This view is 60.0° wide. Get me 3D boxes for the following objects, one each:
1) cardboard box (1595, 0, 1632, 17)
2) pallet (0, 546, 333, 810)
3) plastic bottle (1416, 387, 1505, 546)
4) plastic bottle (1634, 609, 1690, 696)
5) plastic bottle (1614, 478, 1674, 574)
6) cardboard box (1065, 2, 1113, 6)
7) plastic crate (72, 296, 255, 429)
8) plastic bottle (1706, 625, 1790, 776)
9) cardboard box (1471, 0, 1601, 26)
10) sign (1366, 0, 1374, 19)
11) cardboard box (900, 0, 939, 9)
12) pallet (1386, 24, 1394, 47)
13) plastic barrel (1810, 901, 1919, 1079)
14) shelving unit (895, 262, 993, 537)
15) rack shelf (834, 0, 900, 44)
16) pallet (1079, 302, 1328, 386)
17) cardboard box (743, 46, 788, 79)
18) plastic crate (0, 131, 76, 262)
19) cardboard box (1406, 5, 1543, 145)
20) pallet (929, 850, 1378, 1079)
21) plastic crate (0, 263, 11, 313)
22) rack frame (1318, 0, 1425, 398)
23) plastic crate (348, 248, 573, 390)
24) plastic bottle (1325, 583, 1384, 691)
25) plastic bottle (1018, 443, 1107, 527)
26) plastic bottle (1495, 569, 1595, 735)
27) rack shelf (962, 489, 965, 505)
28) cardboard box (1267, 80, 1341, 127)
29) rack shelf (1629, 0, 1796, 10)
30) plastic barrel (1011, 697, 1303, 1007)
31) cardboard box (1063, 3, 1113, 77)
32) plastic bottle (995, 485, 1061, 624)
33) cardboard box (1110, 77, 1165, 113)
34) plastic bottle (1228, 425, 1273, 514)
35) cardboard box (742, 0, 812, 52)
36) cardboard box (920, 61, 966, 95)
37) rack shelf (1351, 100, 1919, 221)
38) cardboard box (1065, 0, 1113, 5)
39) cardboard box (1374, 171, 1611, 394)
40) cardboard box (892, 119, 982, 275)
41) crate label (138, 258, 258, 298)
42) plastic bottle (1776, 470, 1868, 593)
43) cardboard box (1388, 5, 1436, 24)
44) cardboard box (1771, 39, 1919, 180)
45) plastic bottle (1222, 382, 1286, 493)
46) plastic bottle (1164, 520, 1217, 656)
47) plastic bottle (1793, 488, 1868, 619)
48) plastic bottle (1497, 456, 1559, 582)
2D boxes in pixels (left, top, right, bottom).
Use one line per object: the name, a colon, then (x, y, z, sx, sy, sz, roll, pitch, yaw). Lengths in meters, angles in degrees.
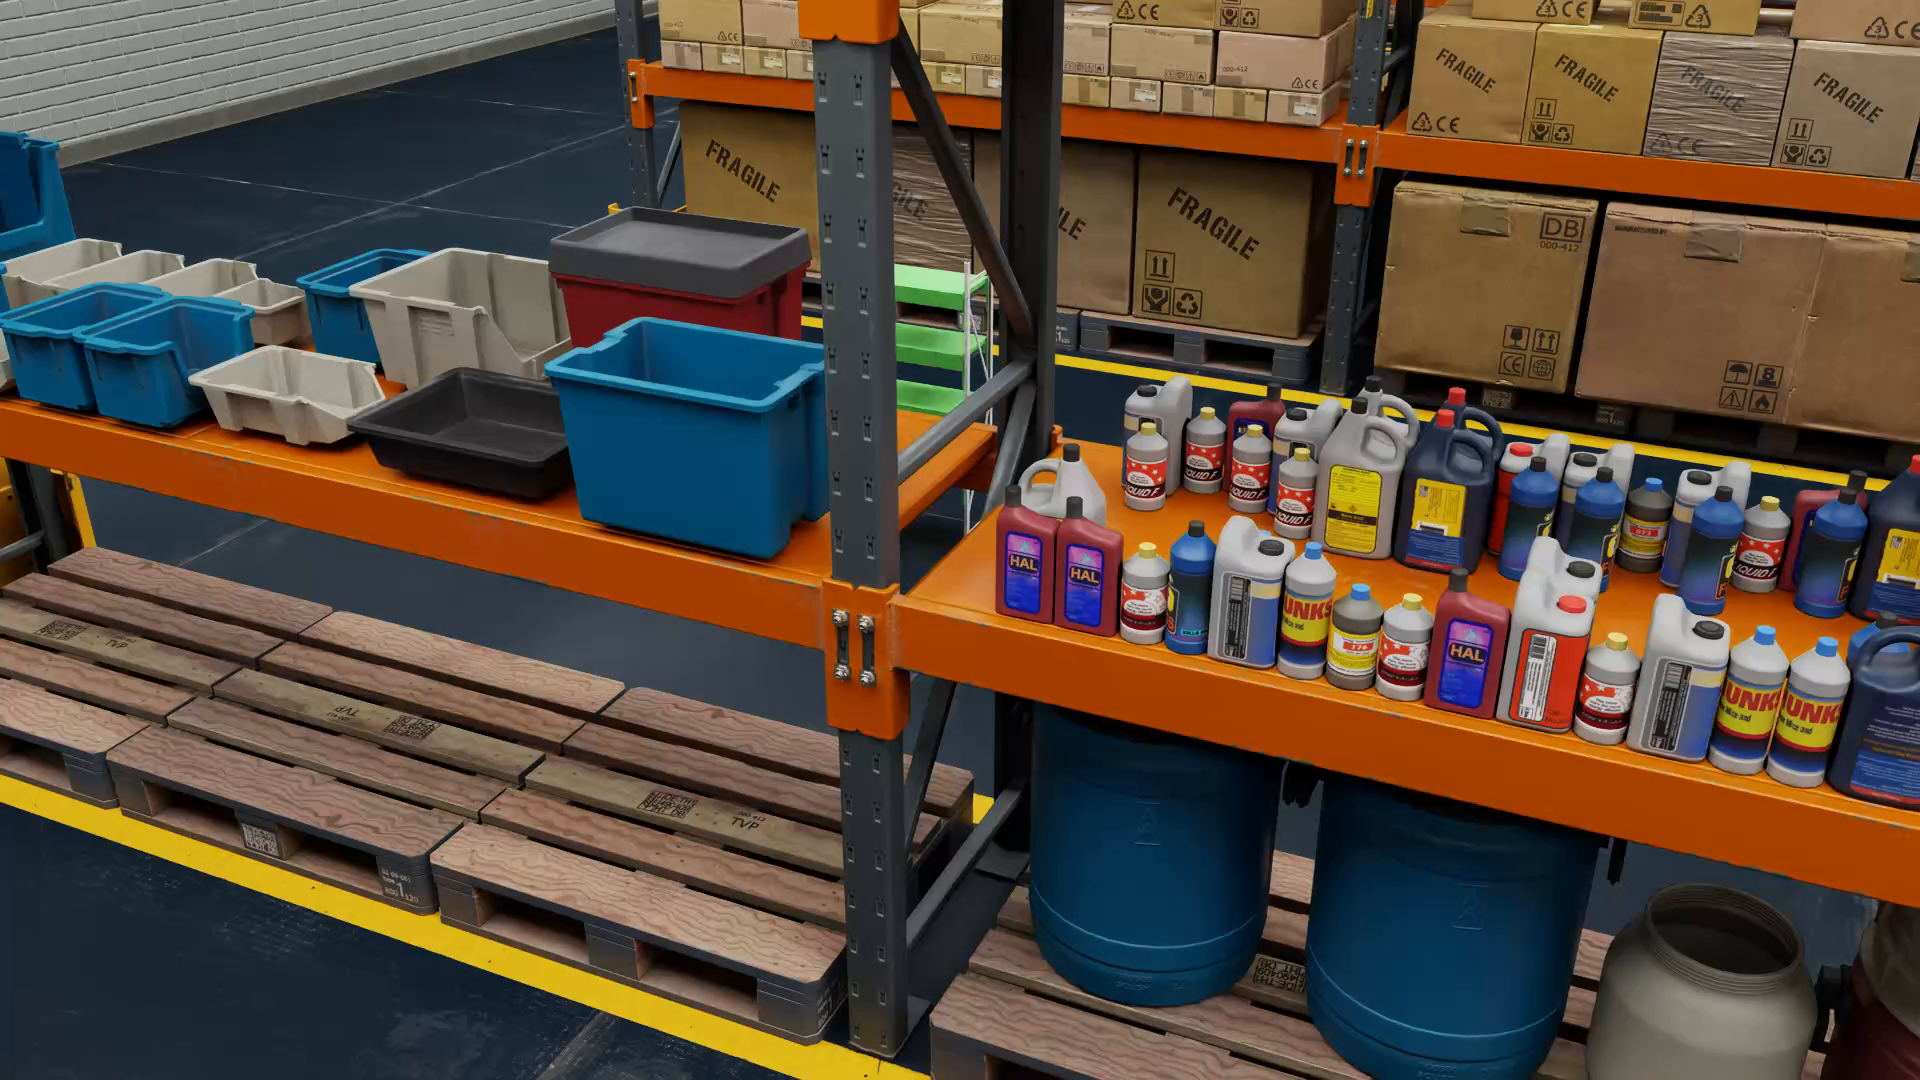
cardboard box: (3.021, -2.230, 7.771, 0.500, 0.500, 0.500, 12, 29, 23)
pallet: (-2.922, 0.423, 5.652, 1.213, 0.211, 1.003, 11, 28, 22)
plastic bottle: (1.125, -0.171, 3.756, 0.185, 0.351, 0.144, 11, 28, 22)
plastic bottle: (1.337, 0.222, 3.128, 0.097, 0.201, 0.097, 0, 26, 0)
plastic bottle: (1.508, -0.038, 3.656, 0.097, 0.201, 0.097, 0, 26, 0)
cardboard box: (0.791, -2.697, 8.666, 0.500, 0.250, 0.500, 12, 29, 23)
plastic crate: (-2.097, -0.473, 4.437, 0.300, 0.233, 0.416, 11, 28, 22)
plastic bottle: (1.396, 0.276, 2.938, 0.097, 0.271, 0.097, 0, 26, 0)
cardboard box: (2.619, -2.636, 7.459, 0.637, 0.503, 0.797, 11, 28, 20)
sign: (1.806, -2.455, 7.271, 0.005, 0.325, 0.100, 11, 28, 22)
cardboard box: (-0.352, -3.008, 8.449, 0.500, 0.500, 0.500, 11, 28, 20)
pallet: (4.362, -5.381, 17.441, 1.213, 0.211, 1.003, 11, 28, 22)
plastic barrel: (2.145, 1.073, 3.430, 0.708, 0.588, 0.600, 11, 28, 22)
shelving unit: (-0.151, -0.569, 6.546, 0.503, 1.200, 0.258, 11, 28, 22)
rack shelf: (1.805, -0.920, 2.642, 4.000, 0.370, 1.077, 11, 28, 22)
pallet: (1.375, -1.174, 8.896, 1.213, 0.211, 1.003, 11, 28, 22)
cardboard box: (-0.953, -2.583, 8.884, 0.250, 0.149, 0.380, 11, 28, 21)
plastic crate: (-3.275, -1.051, 5.381, 0.499, 0.435, 0.616, 11, 28, 22)
cardboard box: (2.350, -2.115, 7.536, 0.500, 0.500, 0.500, 11, 28, 22)
pallet: (0.669, 1.146, 4.184, 1.213, 0.211, 1.003, 11, 28, 22)
plastic crate: (-2.969, -0.648, 4.793, 0.300, 0.233, 0.416, 11, 28, 22)
rack frame: (2.034, -2.255, 7.933, 0.127, 3.000, 1.000, 11, 28, 22)
plastic crate: (-1.330, -0.590, 4.619, 0.530, 0.282, 0.437, 11, 28, 22)
plastic bottle: (0.764, 0.181, 3.212, 0.097, 0.201, 0.097, 0, 26, 0)
plastic bottle: (0.207, -0.039, 3.489, 0.185, 0.351, 0.144, 11, 28, 22)
plastic bottle: (1.091, 0.200, 3.089, 0.135, 0.276, 0.152, 11, 28, 22)
rack shelf: (-0.151, -0.296, 6.681, 0.480, 0.148, 0.258, 11, 28, 22)
cardboard box: (1.621, -2.066, 7.835, 0.250, 0.149, 0.380, 12, 28, 22)
rack shelf: (6.000, -3.542, 11.363, 4.000, 0.370, 1.077, 11, 28, 22)
plastic barrel: (0.472, 0.596, 4.043, 0.708, 0.901, 0.600, 11, 28, 22)
cardboard box: (0.587, -2.483, 8.230, 0.500, 0.250, 0.500, 12, 29, 23)
plastic bottle: (0.141, 0.028, 3.430, 0.133, 0.283, 0.061, 11, 28, 22)
cardboard box: (0.919, -2.207, 8.121, 0.250, 0.149, 0.380, 12, 29, 23)
plastic bottle: (0.690, -0.173, 3.930, 0.097, 0.201, 0.097, 0, 26, 0)
cardboard box: (-0.806, -2.763, 8.800, 0.500, 0.250, 0.500, 11, 28, 21)
cardboard box: (-0.020, -2.395, 8.503, 0.250, 0.149, 0.380, 11, 28, 21)
rack shelf: (3.855, -1.566, 7.350, 4.000, 0.370, 1.077, 11, 28, 22)
cardboard box: (0.784, -3.034, 8.500, 0.500, 0.500, 0.500, 10, 28, 20)
cardboard box: (2.625, -1.381, 8.089, 0.875, 0.875, 1.225, 11, 28, 22)
cardboard box: (-0.163, -1.970, 9.285, 0.875, 0.875, 0.875, 11, 28, 22)
crate label: (-2.318, -0.727, 5.061, 0.243, 0.136, 0.396, 11, 28, 22)
plastic bottle: (1.831, -0.019, 3.524, 0.133, 0.283, 0.061, 11, 28, 22)
cardboard box: (4.794, -5.600, 17.153, 0.875, 0.438, 0.875, 10, 28, 20)
cardboard box: (3.736, -1.839, 6.977, 0.500, 0.500, 0.500, 12, 29, 23)
plastic bottle: (0.706, -0.245, 3.983, 0.133, 0.283, 0.061, 11, 28, 22)
plastic bottle: (0.464, 0.089, 3.319, 0.097, 0.271, 0.097, 0, 26, 0)
plastic bottle: (1.815, 0.022, 3.455, 0.097, 0.271, 0.097, 0, 26, 0)
plastic bottle: (1.234, -0.051, 3.603, 0.097, 0.271, 0.097, 0, 26, 0)
